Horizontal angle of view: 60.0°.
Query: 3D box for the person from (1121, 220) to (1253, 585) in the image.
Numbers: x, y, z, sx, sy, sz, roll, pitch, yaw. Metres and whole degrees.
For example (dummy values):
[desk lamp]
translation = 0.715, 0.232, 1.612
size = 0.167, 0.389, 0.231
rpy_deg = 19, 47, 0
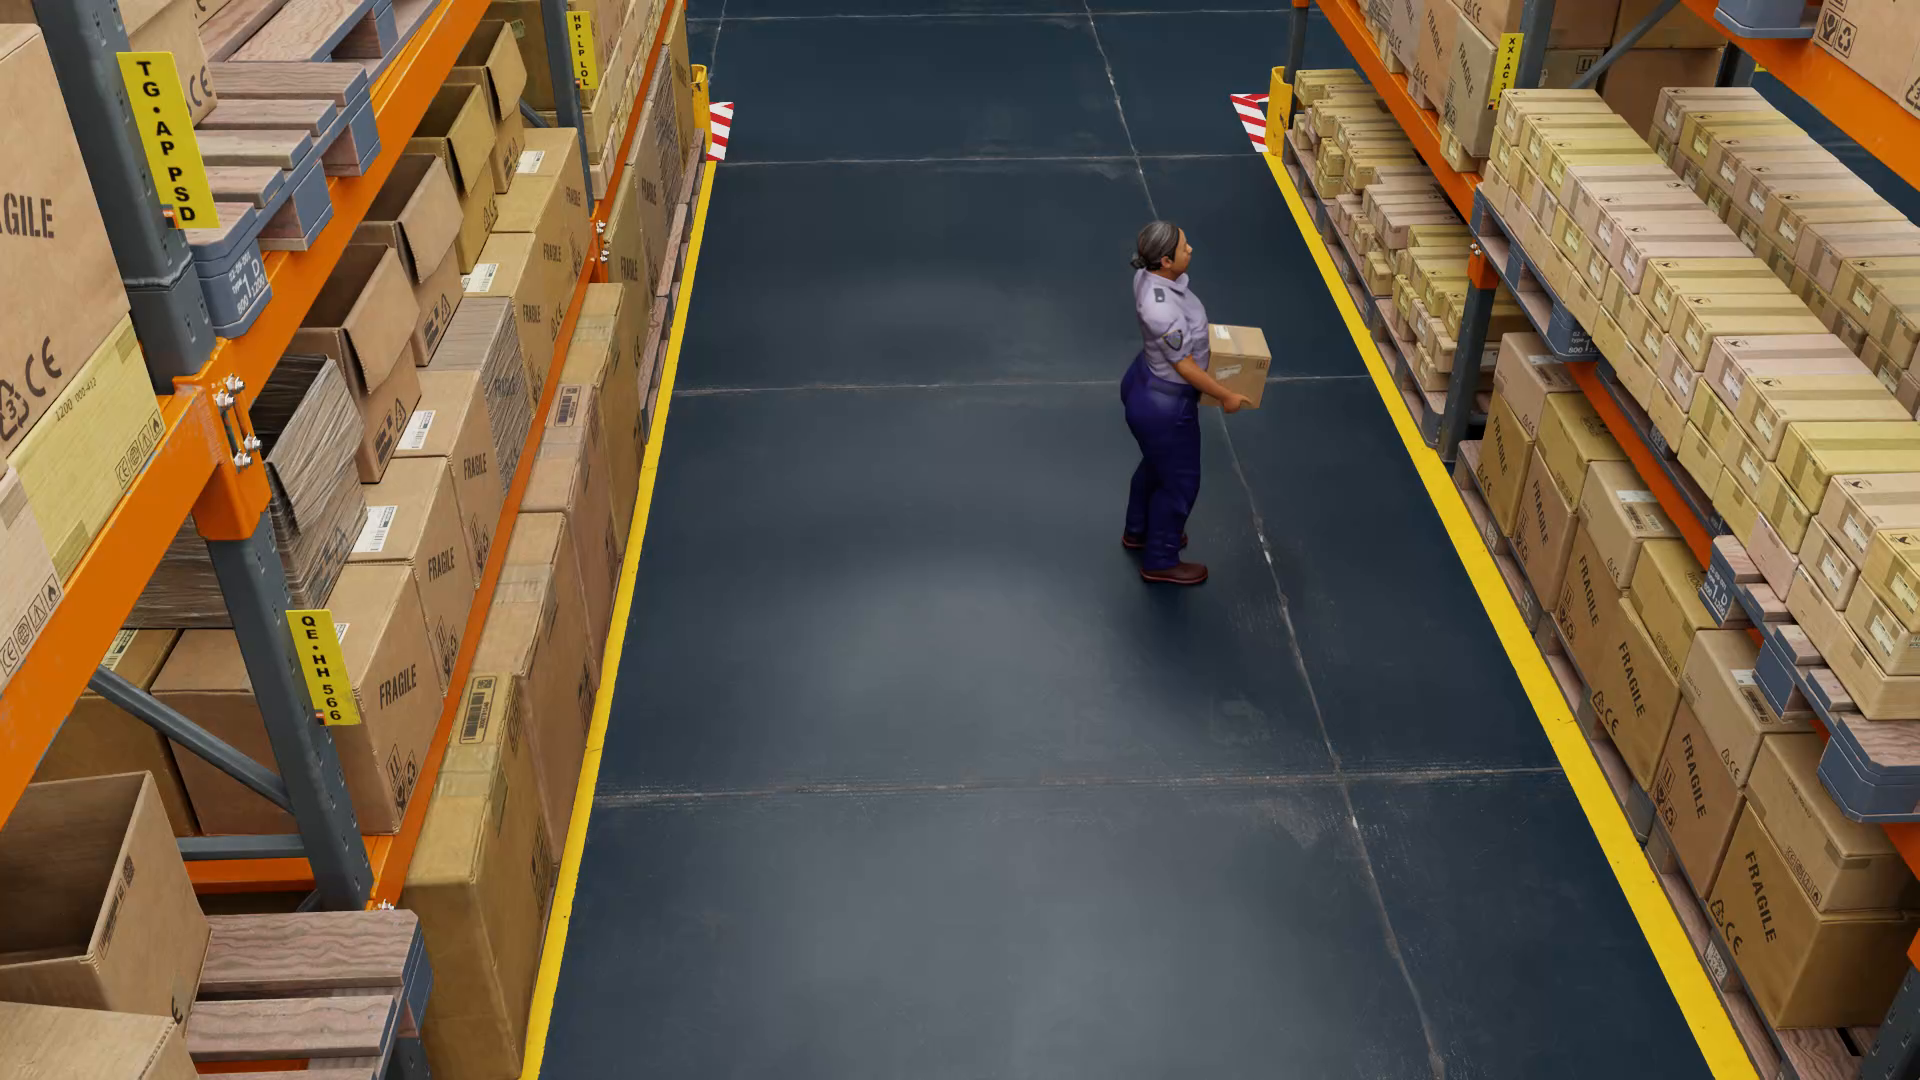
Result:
[person]
translation = 0.937, -0.576, 6.979
size = 0.524, 1.636, 0.453
rpy_deg = -1, 35, -1
